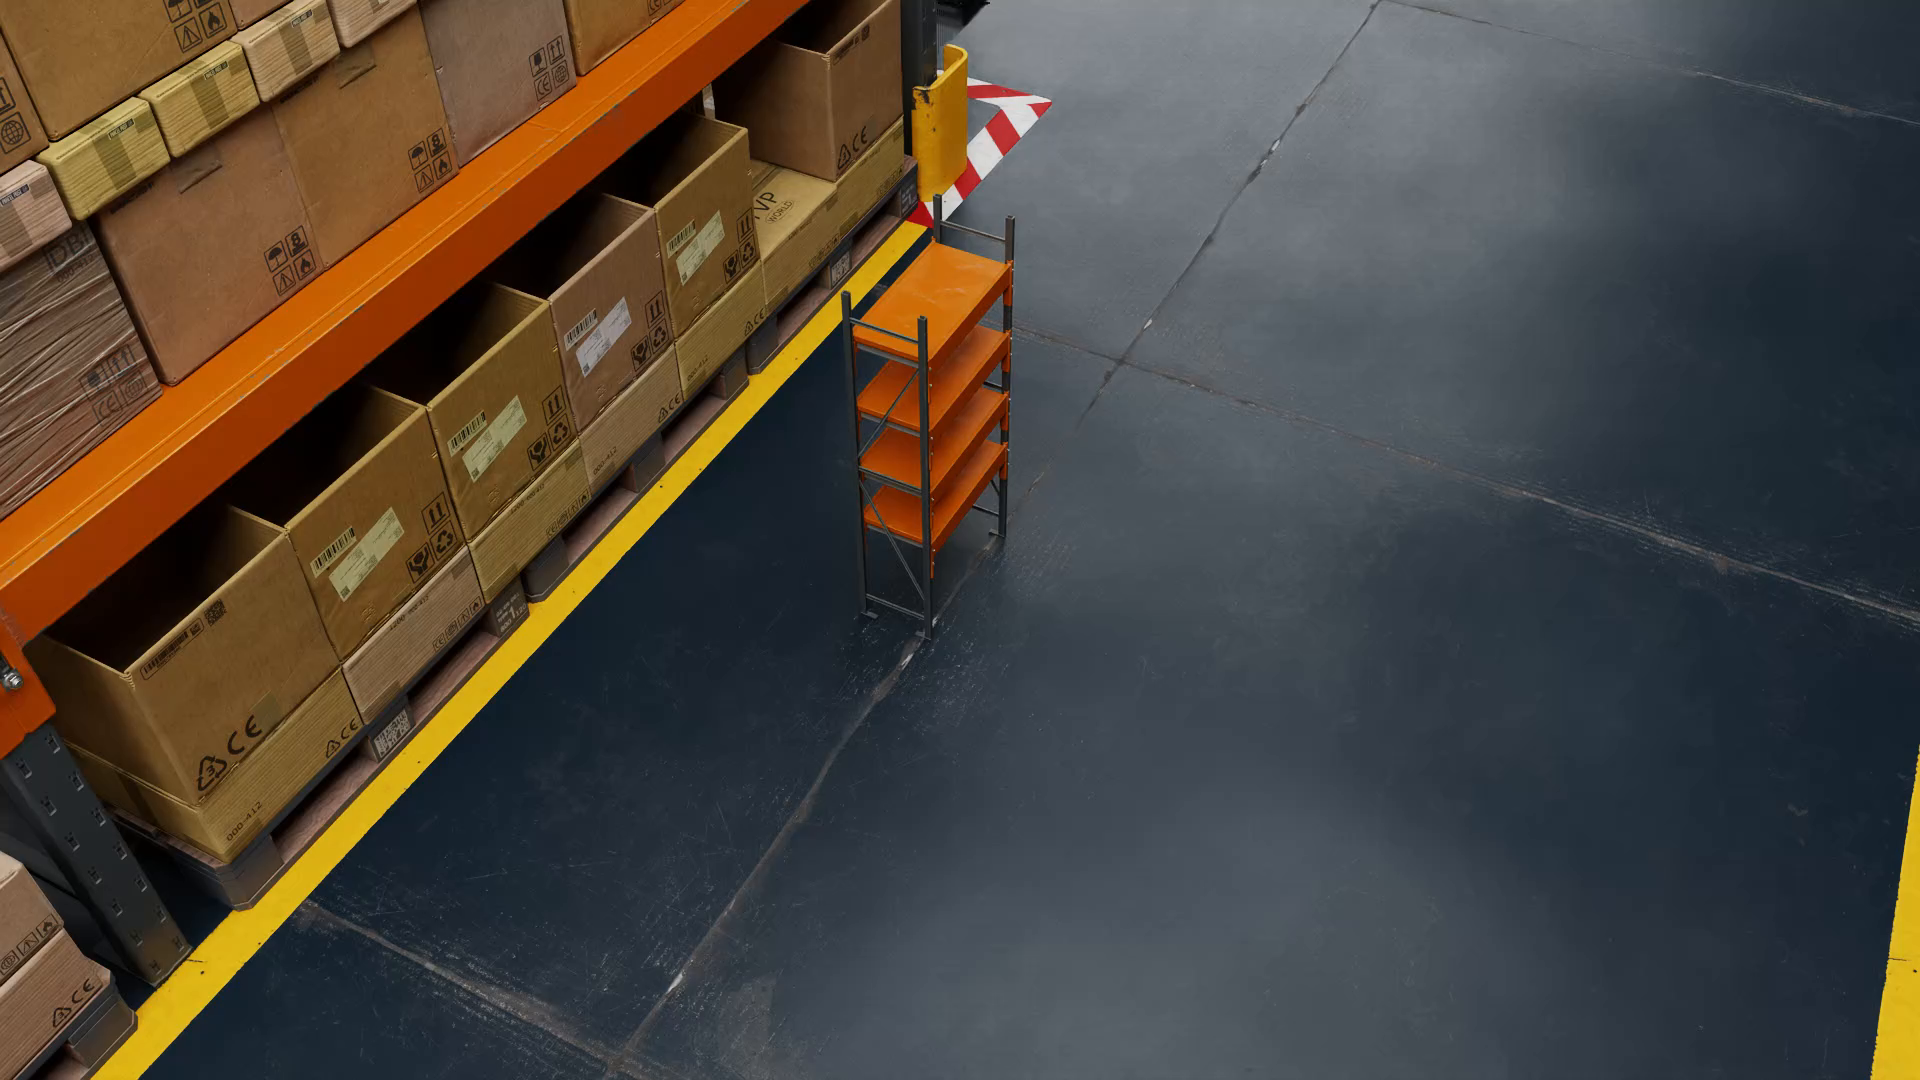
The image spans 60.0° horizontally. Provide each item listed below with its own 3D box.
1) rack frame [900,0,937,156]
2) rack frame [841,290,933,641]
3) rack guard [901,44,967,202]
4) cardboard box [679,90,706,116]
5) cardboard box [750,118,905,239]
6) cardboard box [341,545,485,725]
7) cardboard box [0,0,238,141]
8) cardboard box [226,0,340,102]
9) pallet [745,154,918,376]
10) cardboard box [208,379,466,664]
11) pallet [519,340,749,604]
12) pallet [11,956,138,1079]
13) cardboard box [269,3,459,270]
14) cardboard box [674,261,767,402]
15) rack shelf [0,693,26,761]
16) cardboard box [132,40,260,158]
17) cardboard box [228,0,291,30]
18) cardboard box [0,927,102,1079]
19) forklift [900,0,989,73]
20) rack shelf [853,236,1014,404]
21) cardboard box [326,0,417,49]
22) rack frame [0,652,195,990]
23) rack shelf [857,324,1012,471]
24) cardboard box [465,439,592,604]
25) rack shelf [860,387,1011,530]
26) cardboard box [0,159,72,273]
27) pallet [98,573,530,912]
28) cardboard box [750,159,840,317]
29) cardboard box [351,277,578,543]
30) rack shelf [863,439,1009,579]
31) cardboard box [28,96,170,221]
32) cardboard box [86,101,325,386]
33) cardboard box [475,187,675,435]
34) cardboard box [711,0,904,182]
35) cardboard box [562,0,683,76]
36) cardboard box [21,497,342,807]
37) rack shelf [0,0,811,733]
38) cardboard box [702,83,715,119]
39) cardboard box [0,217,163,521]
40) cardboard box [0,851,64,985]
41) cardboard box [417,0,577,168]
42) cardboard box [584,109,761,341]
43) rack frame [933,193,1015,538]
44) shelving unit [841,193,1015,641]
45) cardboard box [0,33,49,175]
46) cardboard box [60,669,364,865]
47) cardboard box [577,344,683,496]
[{"bbox_3d":[-0.557,-2.658,5.768,1.000,3.000,0.127,20,49,19],"label":"rack frame"},{"bbox_3d":[-0.190,-0.164,4.568,0.240,1.200,0.015,20,49,19],"label":"rack frame"},{"bbox_3d":[-0.546,-1.795,6.672,1.175,0.500,0.348,20,49,19],"label":"rack guard"},{"bbox_3d":[-1.234,-1.523,5.757,0.500,0.500,0.500,20,49,19],"label":"cardboard box"},{"bbox_3d":[-0.545,-1.404,6.167,0.500,0.250,0.500,20,49,19],"label":"cardboard box"},{"bbox_3d":[-1.694,0.175,4.606,0.500,0.250,0.500,20,49,19],"label":"cardboard box"},{"bbox_3d":[-1.980,-1.230,3.374,0.700,0.500,0.500,20,49,19],"label":"cardboard box"},{"bbox_3d":[-1.645,-1.151,3.752,0.380,0.149,0.250,19,48,18],"label":"cardboard box"},{"bbox_3d":[-0.875,-1.183,6.270,1.003,0.211,1.213,20,49,19],"label":"pallet"},{"bbox_3d":[-1.696,-0.089,4.340,0.500,0.500,0.500,20,49,19],"label":"cardboard box"},{"bbox_3d":[-1.443,-0.417,5.513,1.003,0.211,1.213,20,49,19],"label":"pallet"},{"bbox_3d":[-2.722,1.319,3.798,1.003,0.211,1.213,20,49,19],"label":"pallet"},{"bbox_3d":[-1.738,-1.104,4.162,0.700,0.500,0.500,21,49,20],"label":"cardboard box"},{"bbox_3d":[-0.997,-0.769,5.539,0.500,0.250,0.500,20,49,19],"label":"cardboard box"},{"bbox_3d":[-3.343,1.374,2.288,1.077,0.370,4.000,20,49,19],"label":"rack shelf"},{"bbox_3d":[-1.763,-0.994,3.597,0.380,0.149,0.250,20,49,19],"label":"cardboard box"},{"bbox_3d":[-1.747,-1.545,3.686,0.700,0.500,0.500,20,49,19],"label":"cardboard box"},{"bbox_3d":[-2.350,1.037,3.754,0.500,0.250,0.500,20,49,19],"label":"cardboard box"},{"bbox_3d":[-1.418,-3.643,6.789,3.031,2.935,1.130,20,49,18],"label":"forklift"},{"bbox_3d":[-0.077,-0.594,4.441,0.258,0.148,0.480,20,49,19],"label":"rack shelf"},{"bbox_3d":[-1.523,-1.320,3.919,0.380,0.149,0.250,19,48,18],"label":"cardboard box"},{"bbox_3d":[-2.414,-0.138,3.278,1.000,3.000,0.127,20,49,19],"label":"rack frame"},{"bbox_3d":[-0.077,-0.427,4.609,0.258,0.148,0.480,20,49,19],"label":"rack shelf"},{"bbox_3d":[-1.457,-0.138,4.915,0.500,0.250,0.500,20,49,19],"label":"cardboard box"},{"bbox_3d":[-0.077,-0.270,4.768,0.258,0.148,0.480,20,49,19],"label":"rack shelf"},{"bbox_3d":[-2.002,-0.665,3.272,0.380,0.149,0.250,21,49,20],"label":"cardboard box"},{"bbox_3d":[-2.008,0.355,4.751,1.003,0.211,1.213,20,49,19],"label":"pallet"},{"bbox_3d":[-0.766,-1.085,5.851,0.500,0.250,0.500,20,49,19],"label":"cardboard box"},{"bbox_3d":[-1.457,-0.402,4.649,0.500,0.500,0.500,20,49,19],"label":"cardboard box"},{"bbox_3d":[-0.077,-0.131,4.909,0.258,0.148,0.480,20,49,19],"label":"rack shelf"},{"bbox_3d":[-1.883,-0.828,3.433,0.380,0.149,0.250,19,48,18],"label":"cardboard box"},{"bbox_3d":[-1.975,-0.790,3.851,0.700,0.500,0.500,20,49,19],"label":"cardboard box"},{"bbox_3d":[-1.227,-0.718,4.961,0.500,0.500,0.500,20,49,19],"label":"cardboard box"},{"bbox_3d":[-0.543,-1.667,5.899,0.500,0.500,0.500,20,49,19],"label":"cardboard box"},{"bbox_3d":[-1.261,-1.760,4.810,0.700,0.500,0.500,21,49,19],"label":"cardboard box"},{"bbox_3d":[-1.922,0.228,4.026,0.500,0.500,0.500,20,49,19],"label":"cardboard box"},{"bbox_3d":[-1.486,-1.145,4.779,1.077,0.370,4.000,20,49,19],"label":"rack shelf"},{"bbox_3d":[-1.003,-1.575,6.336,0.500,0.250,0.500,20,49,19],"label":"cardboard box"},{"bbox_3d":[-2.214,-0.455,3.521,0.700,0.500,0.500,19,48,18],"label":"cardboard box"},{"bbox_3d":[-2.348,0.833,3.561,0.500,0.311,0.500,20,49,19],"label":"cardboard box"},{"bbox_3d":[-1.502,-1.427,4.481,0.700,0.500,0.500,22,49,20],"label":"cardboard box"},{"bbox_3d":[-0.994,-1.032,5.272,0.500,0.500,0.500,20,49,19],"label":"cardboard box"},{"bbox_3d":[0.036,-0.471,4.872,0.240,1.200,0.015,20,49,19],"label":"rack frame"},{"bbox_3d":[-0.077,-0.317,4.720,0.258,1.200,0.503,20,49,19],"label":"shelving unit"},{"bbox_3d":[-2.214,-0.911,3.059,0.700,0.500,0.500,21,49,19],"label":"cardboard box"},{"bbox_3d":[-1.930,0.488,4.296,0.500,0.250,0.500,20,49,19],"label":"cardboard box"},{"bbox_3d":[-1.230,-0.455,5.229,0.500,0.250,0.500,20,49,19],"label":"cardboard box"}]
